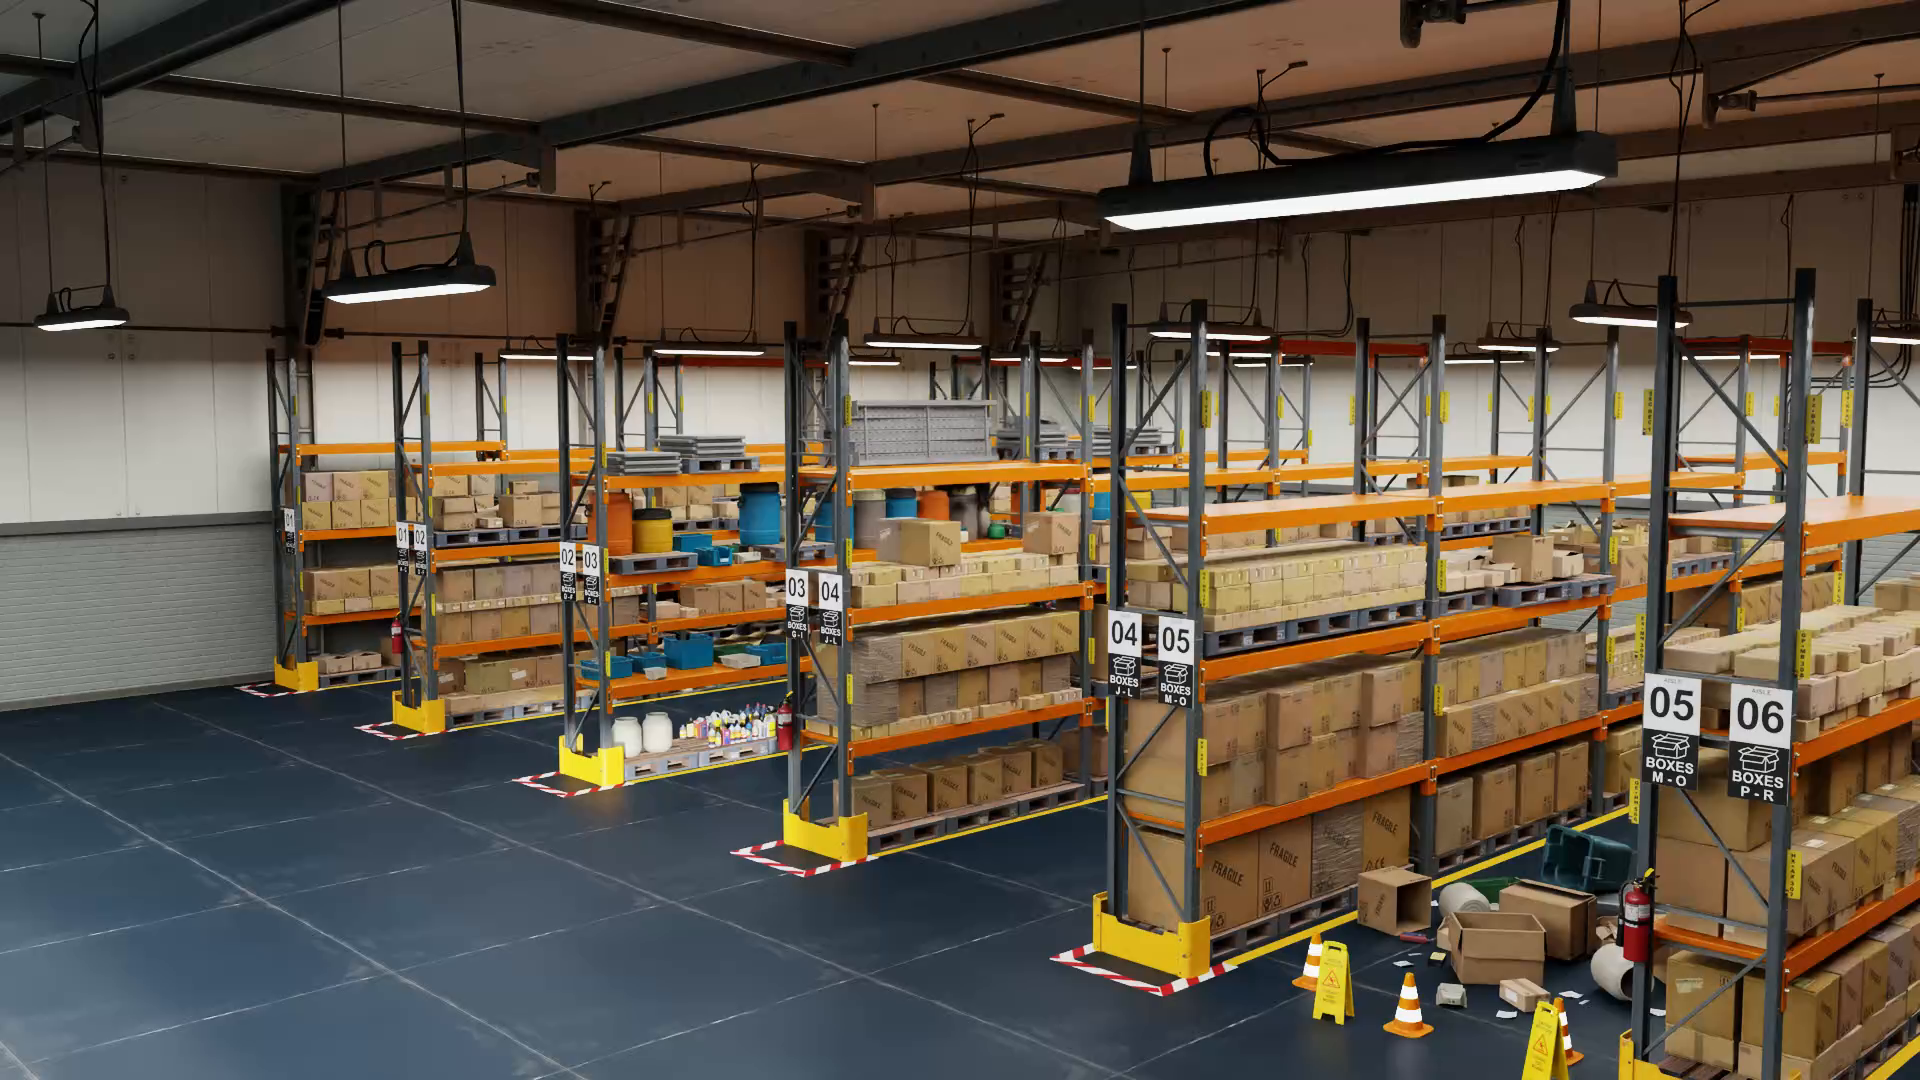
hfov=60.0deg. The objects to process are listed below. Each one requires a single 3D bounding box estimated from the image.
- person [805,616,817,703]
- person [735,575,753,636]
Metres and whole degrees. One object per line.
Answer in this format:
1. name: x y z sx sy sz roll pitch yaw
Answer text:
1. person: -2.572 1.906 28.167 0.576 1.734 0.778 3 6 30
2. person: -4.164 1.542 32.618 0.765 1.694 0.581 -4 6 -38
